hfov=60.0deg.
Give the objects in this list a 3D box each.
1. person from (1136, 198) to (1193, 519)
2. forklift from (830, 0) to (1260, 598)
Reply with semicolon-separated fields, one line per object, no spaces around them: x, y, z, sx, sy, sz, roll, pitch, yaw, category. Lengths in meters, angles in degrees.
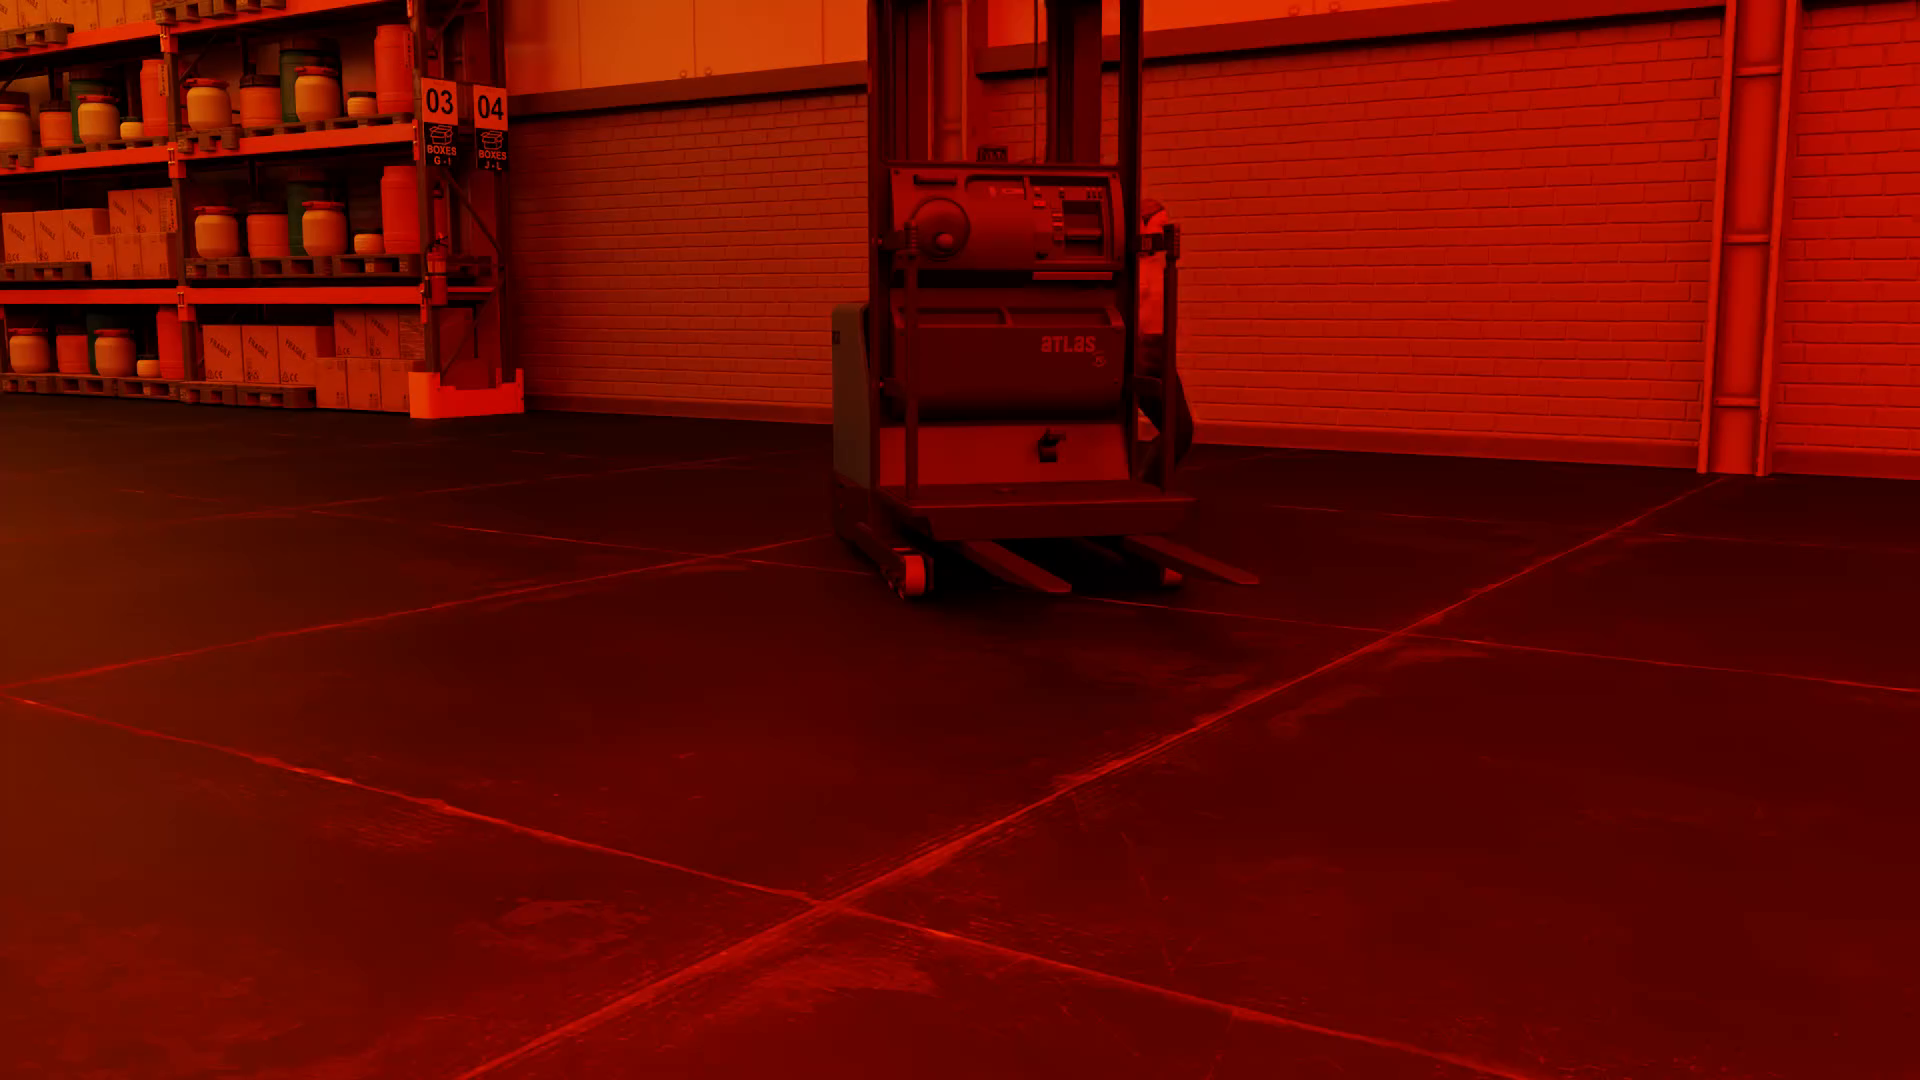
0.759;-0.856;8.082;0.816;1.584;0.481;-7;11;-43;person
0.241;-1.294;6.295;1.130;2.935;3.031;-2;8;-13;forklift
